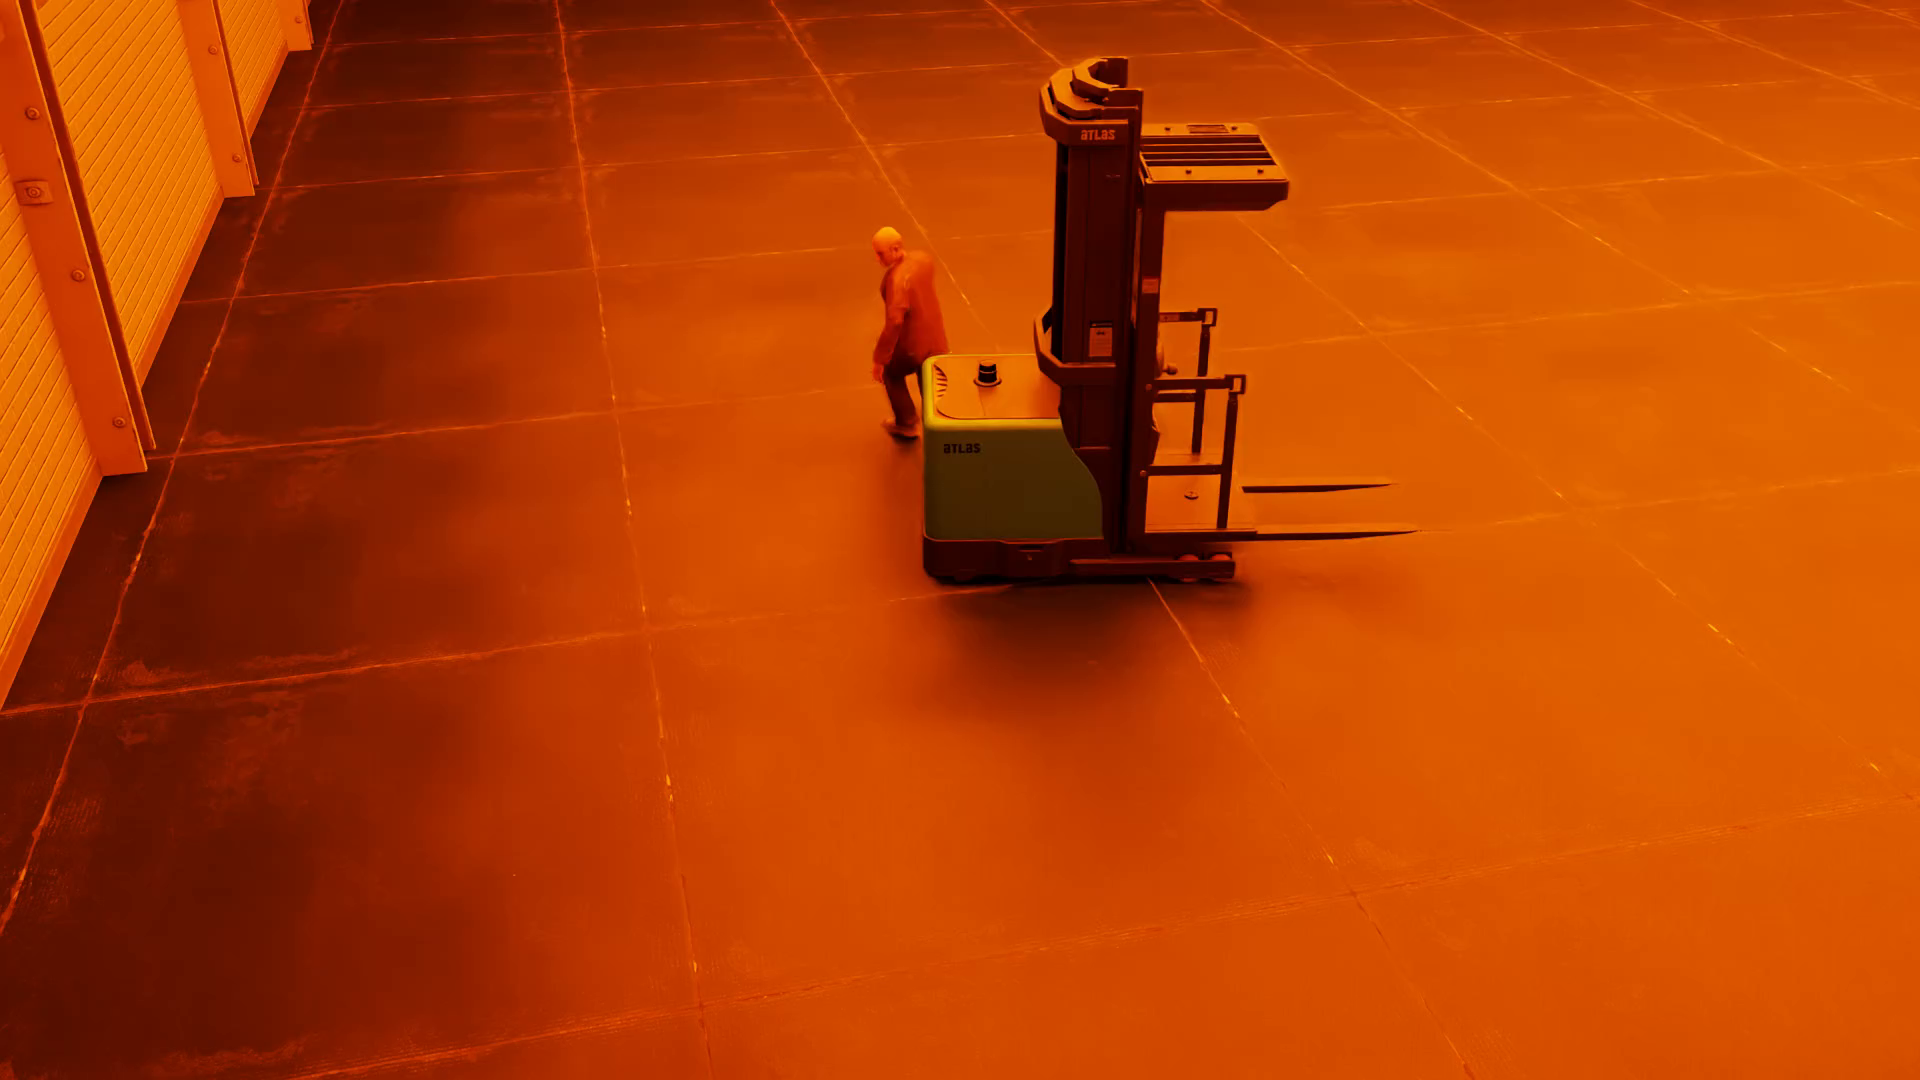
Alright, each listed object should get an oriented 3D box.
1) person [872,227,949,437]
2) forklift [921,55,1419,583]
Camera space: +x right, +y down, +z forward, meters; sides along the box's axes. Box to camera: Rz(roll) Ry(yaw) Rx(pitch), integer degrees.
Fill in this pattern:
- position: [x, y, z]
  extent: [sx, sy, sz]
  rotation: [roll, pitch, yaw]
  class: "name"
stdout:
- position: [-0.366, -1.366, 11.362]
  extent: [0.712, 1.552, 0.864]
  rotation: [-19, 35, -29]
  class: "person"
- position: [1.279, -1.277, 9.780]
  extent: [3.031, 2.935, 1.130]
  rotation: [-1, 30, -2]
  class: "forklift"
